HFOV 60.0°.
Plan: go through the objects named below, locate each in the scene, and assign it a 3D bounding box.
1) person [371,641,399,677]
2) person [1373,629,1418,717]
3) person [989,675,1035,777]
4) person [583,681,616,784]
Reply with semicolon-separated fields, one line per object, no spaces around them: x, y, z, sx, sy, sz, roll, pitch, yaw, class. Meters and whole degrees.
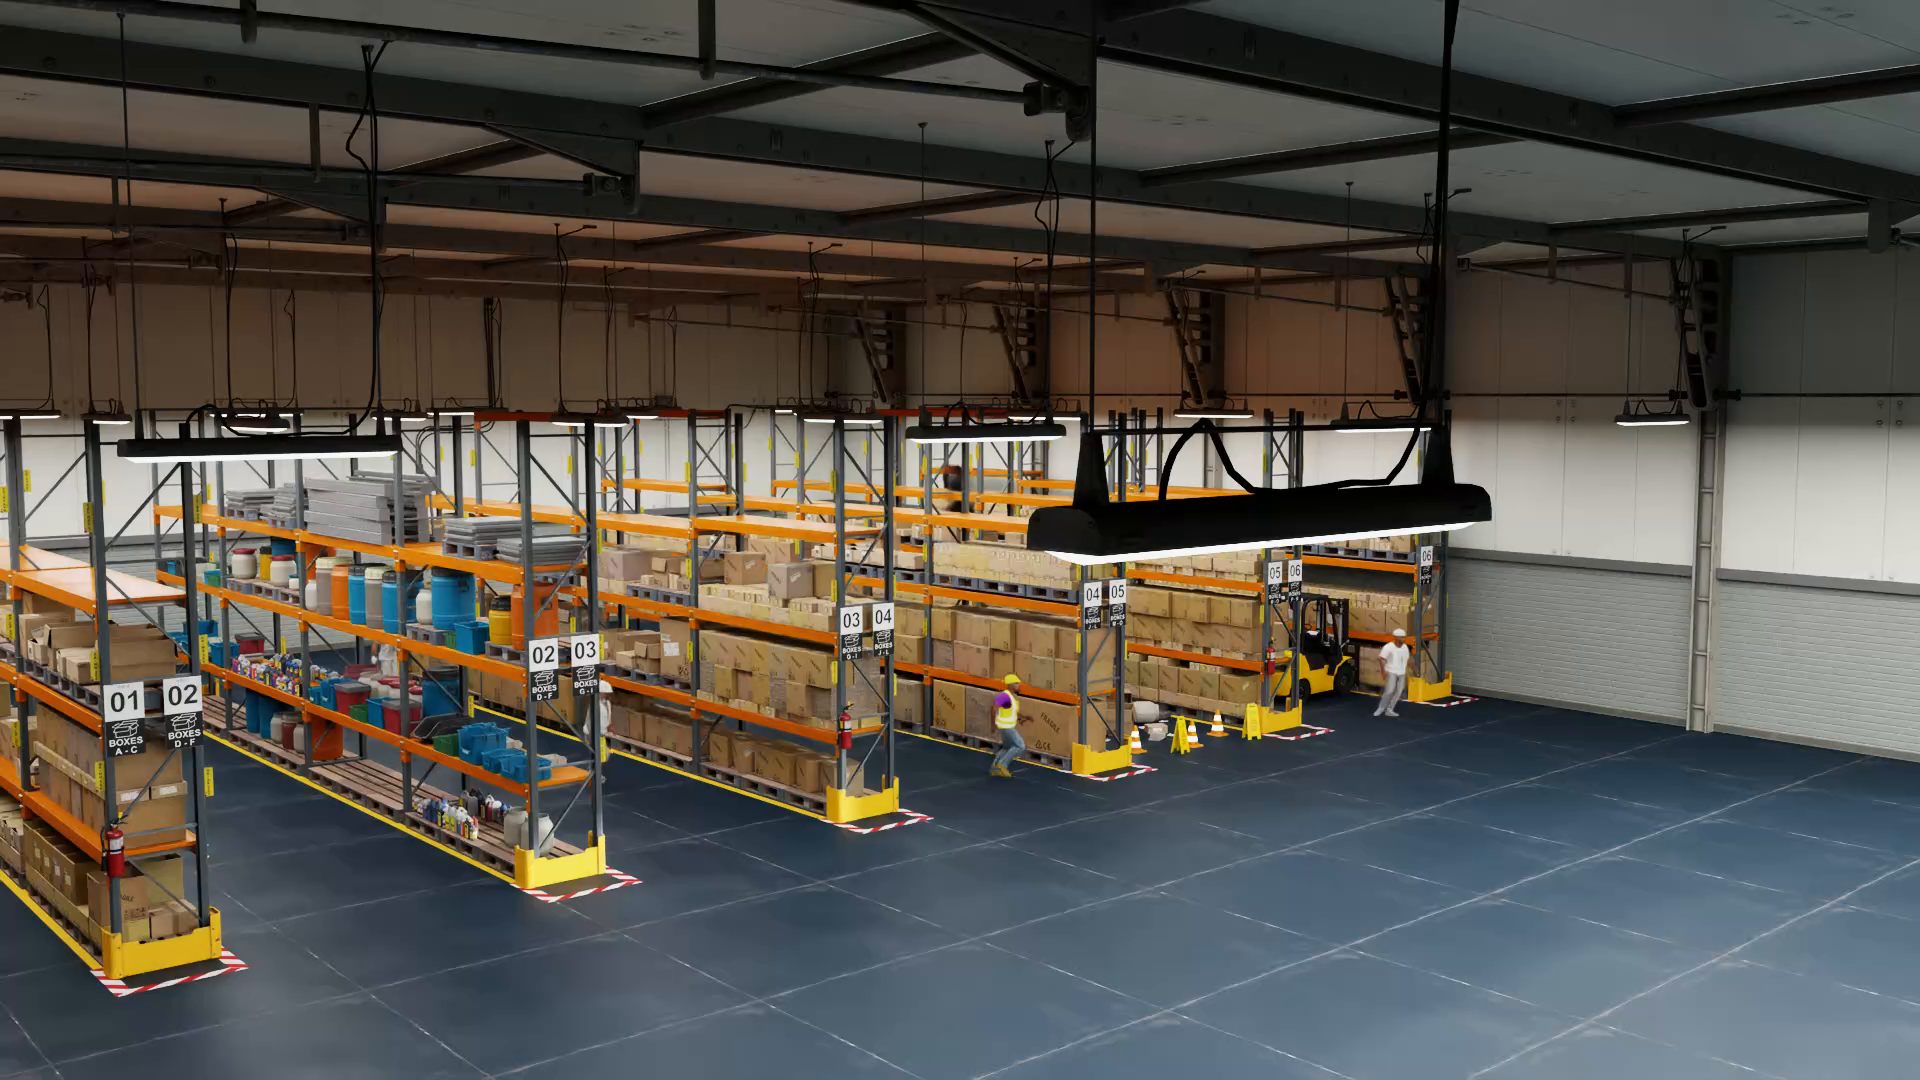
-11.783;2.475;34.238;0.705;1.715;0.669;3;6;34;person
8.500;2.611;32.494;0.806;1.739;0.589;-3;6;-29;person
0.832;3.068;27.394;0.736;1.702;0.708;1;5;12;person
-5.876;3.116;26.998;0.621;1.712;0.635;1;5;8;person
